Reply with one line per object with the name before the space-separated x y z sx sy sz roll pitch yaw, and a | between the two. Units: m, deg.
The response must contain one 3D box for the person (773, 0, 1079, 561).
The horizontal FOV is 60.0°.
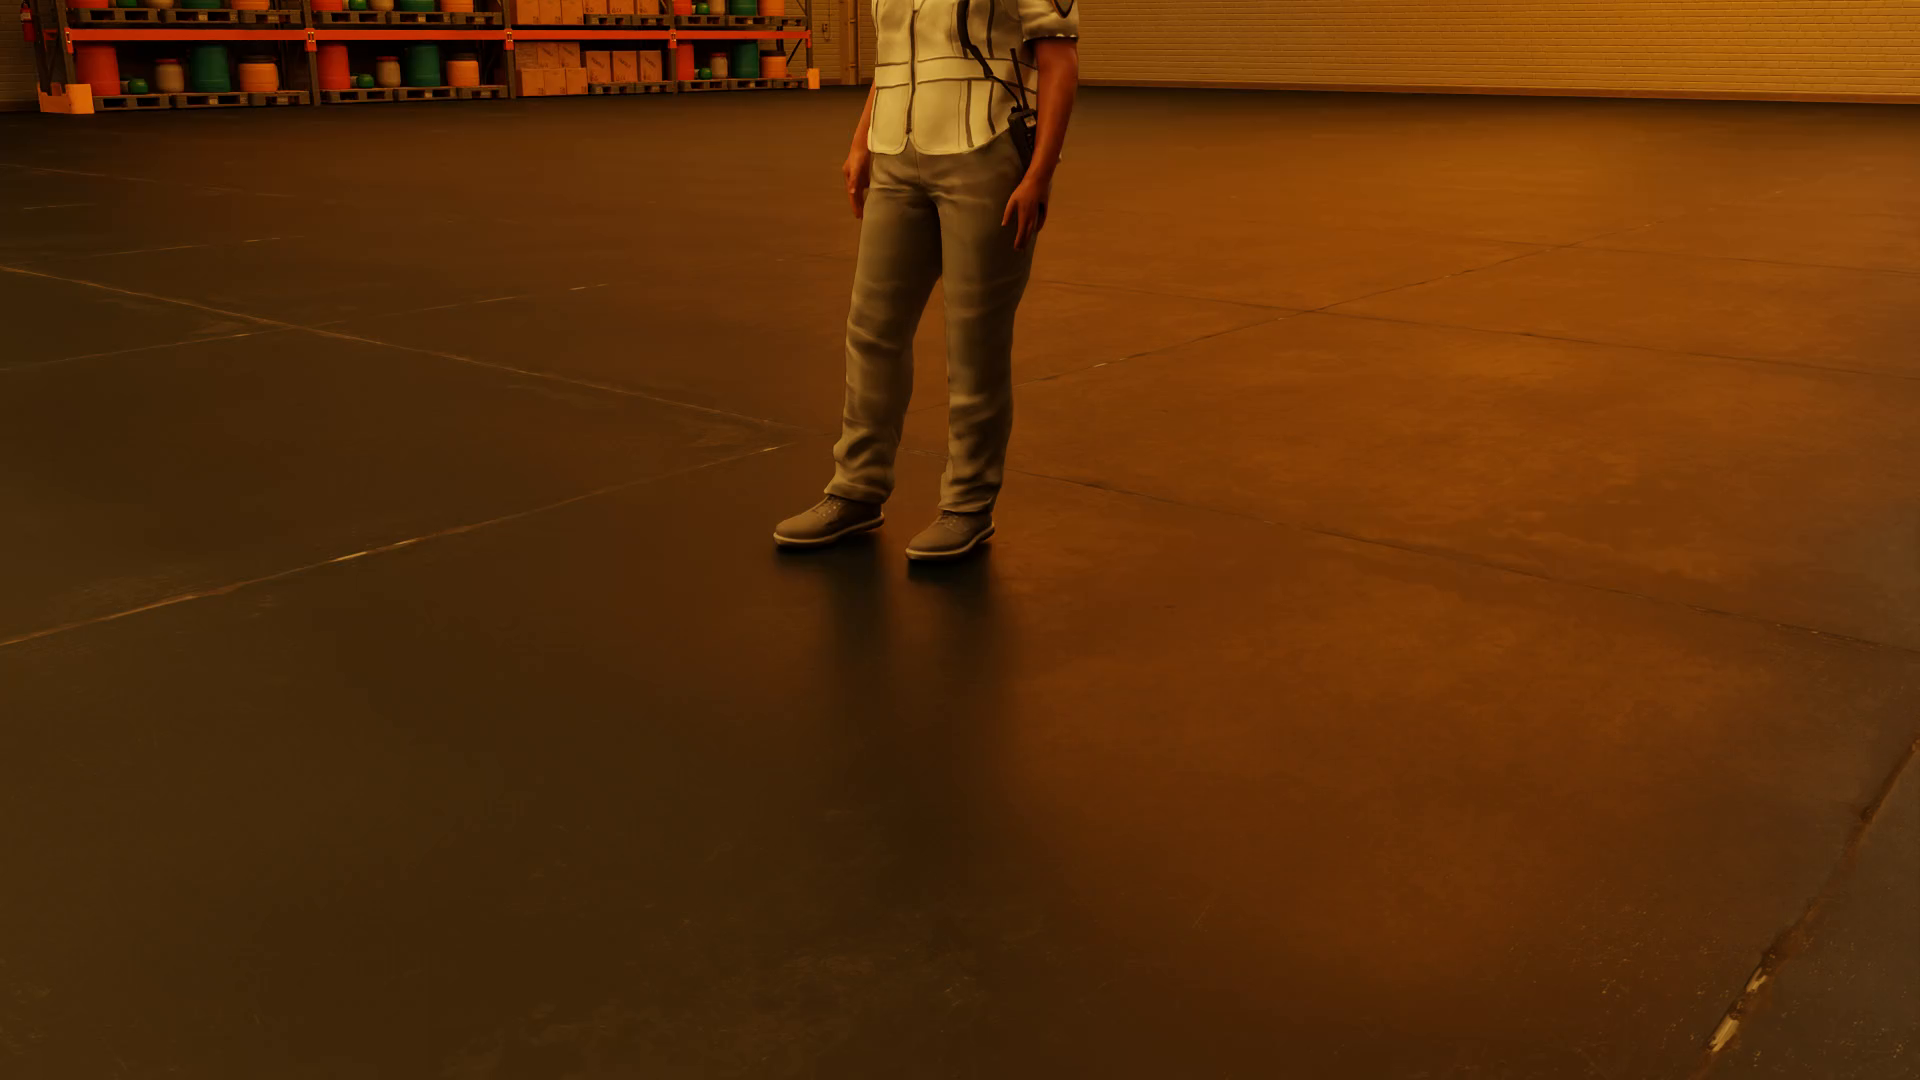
person | -0.066 -0.792 3.655 0.598 1.670 0.529 13 21 37
